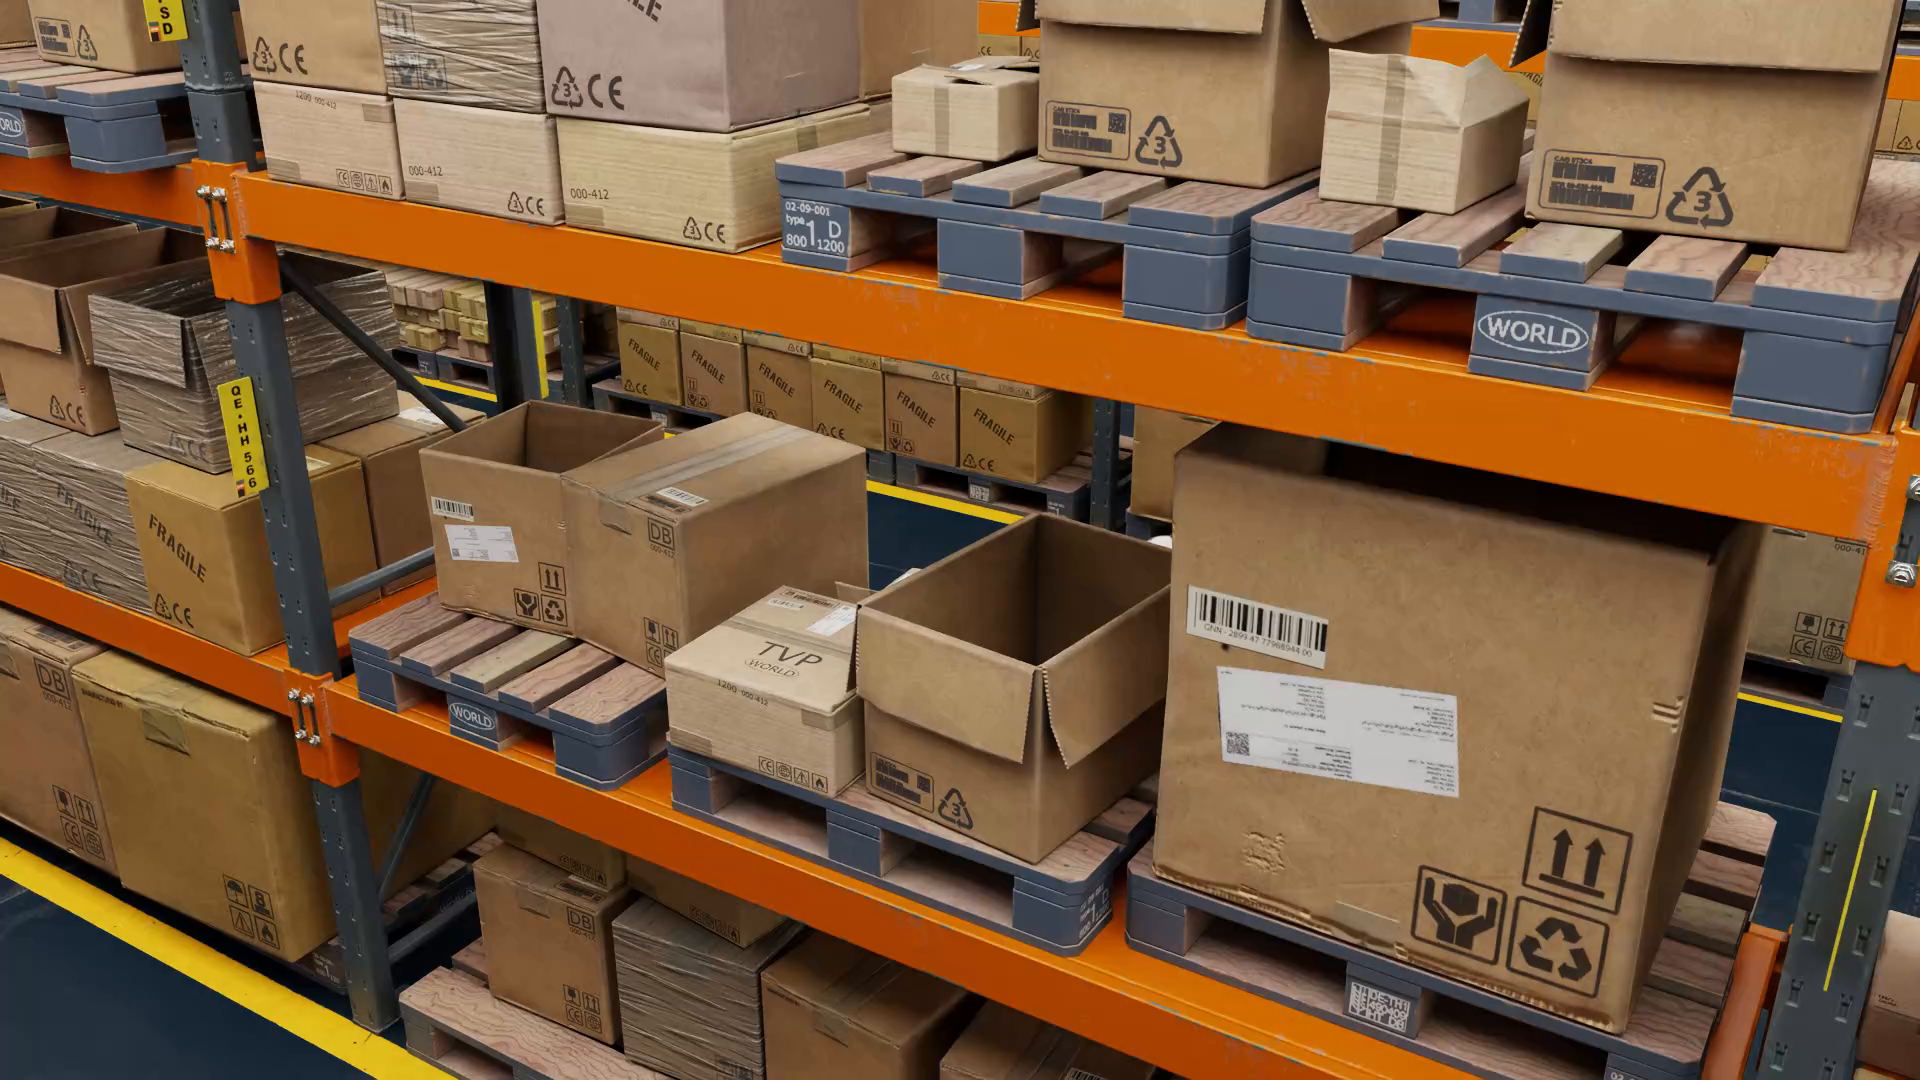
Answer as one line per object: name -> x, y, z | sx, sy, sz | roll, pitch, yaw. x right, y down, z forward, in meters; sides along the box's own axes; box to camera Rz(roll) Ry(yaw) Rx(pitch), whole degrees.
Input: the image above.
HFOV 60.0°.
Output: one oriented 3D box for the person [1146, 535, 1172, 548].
person -> 0.941, 0.327, 7.502 | 0.454, 0.781, 0.907 | 13, 27, 28
